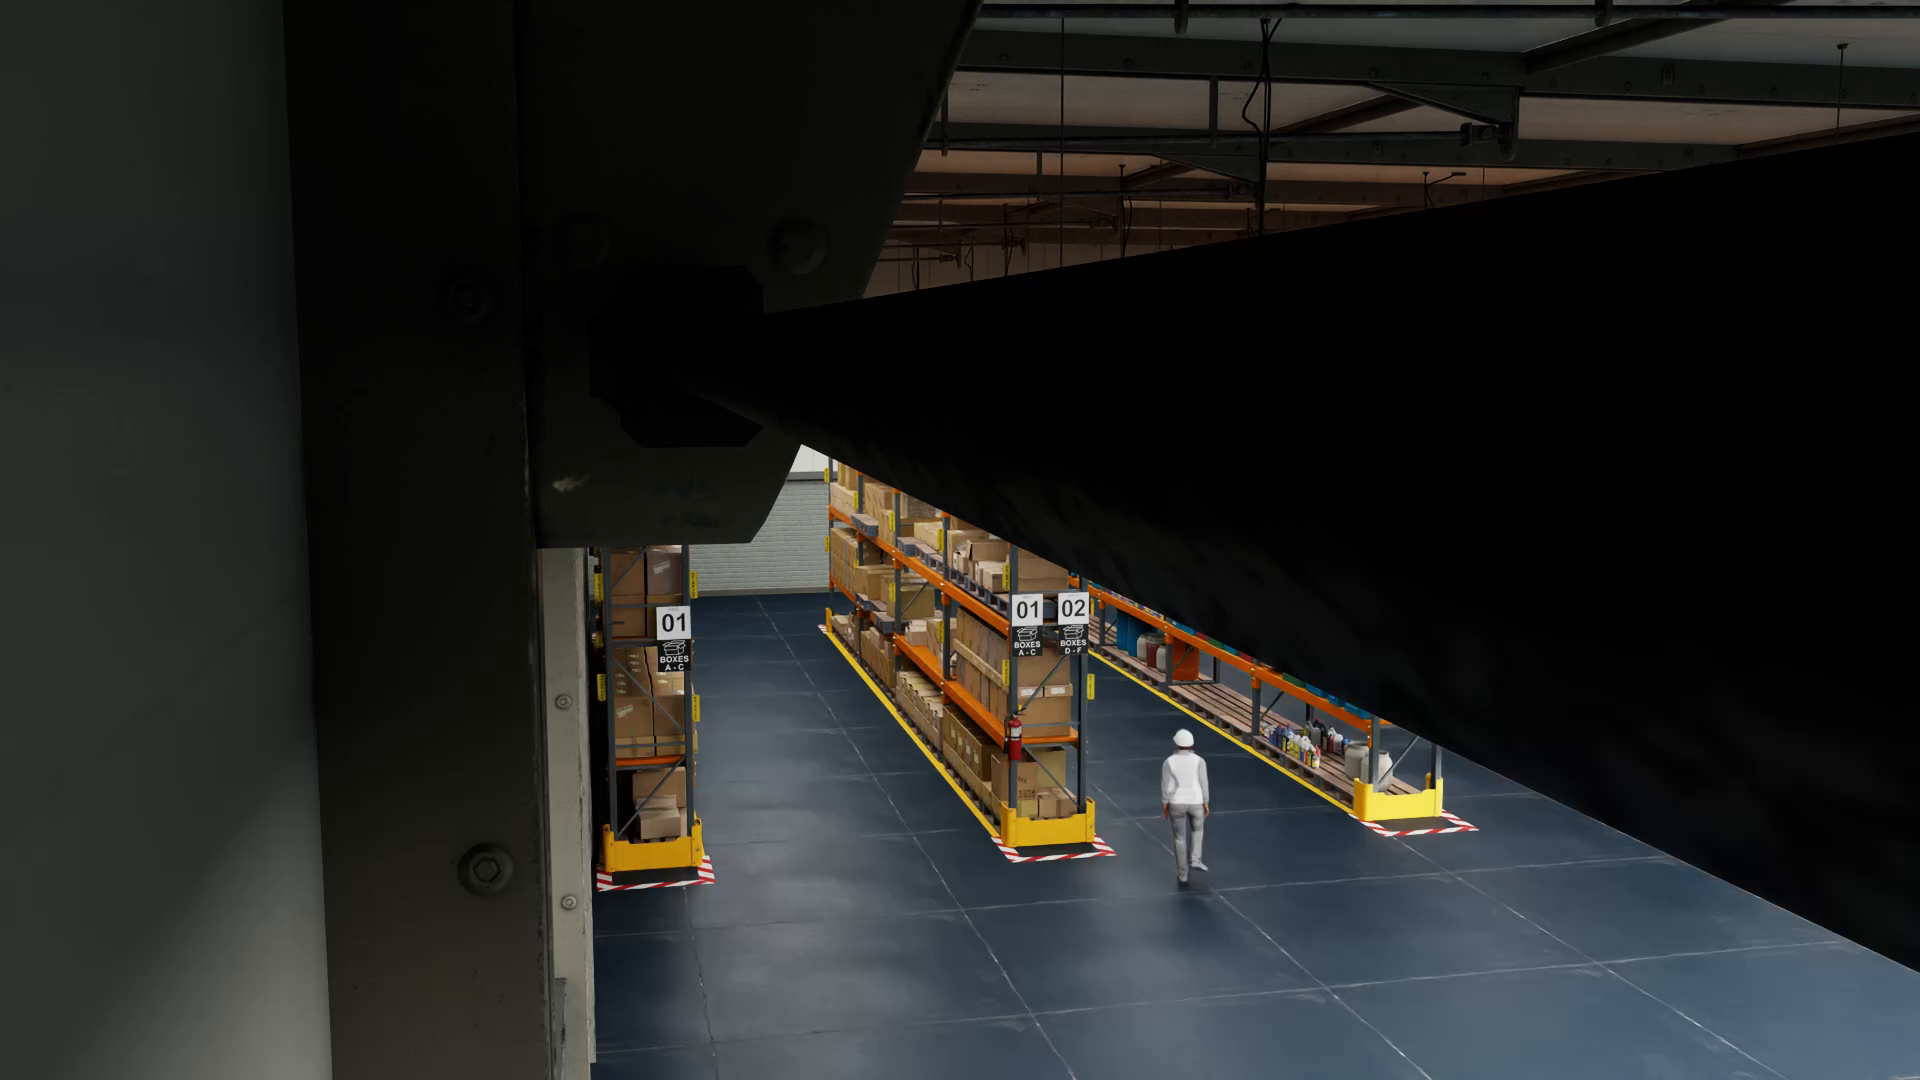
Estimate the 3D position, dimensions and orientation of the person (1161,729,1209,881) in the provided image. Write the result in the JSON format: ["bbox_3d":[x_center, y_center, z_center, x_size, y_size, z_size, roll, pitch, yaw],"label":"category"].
[{"bbox_3d":[2.656,3.114,19.677,0.567,1.761,0.466,1,7,5],"label":"person"}]
